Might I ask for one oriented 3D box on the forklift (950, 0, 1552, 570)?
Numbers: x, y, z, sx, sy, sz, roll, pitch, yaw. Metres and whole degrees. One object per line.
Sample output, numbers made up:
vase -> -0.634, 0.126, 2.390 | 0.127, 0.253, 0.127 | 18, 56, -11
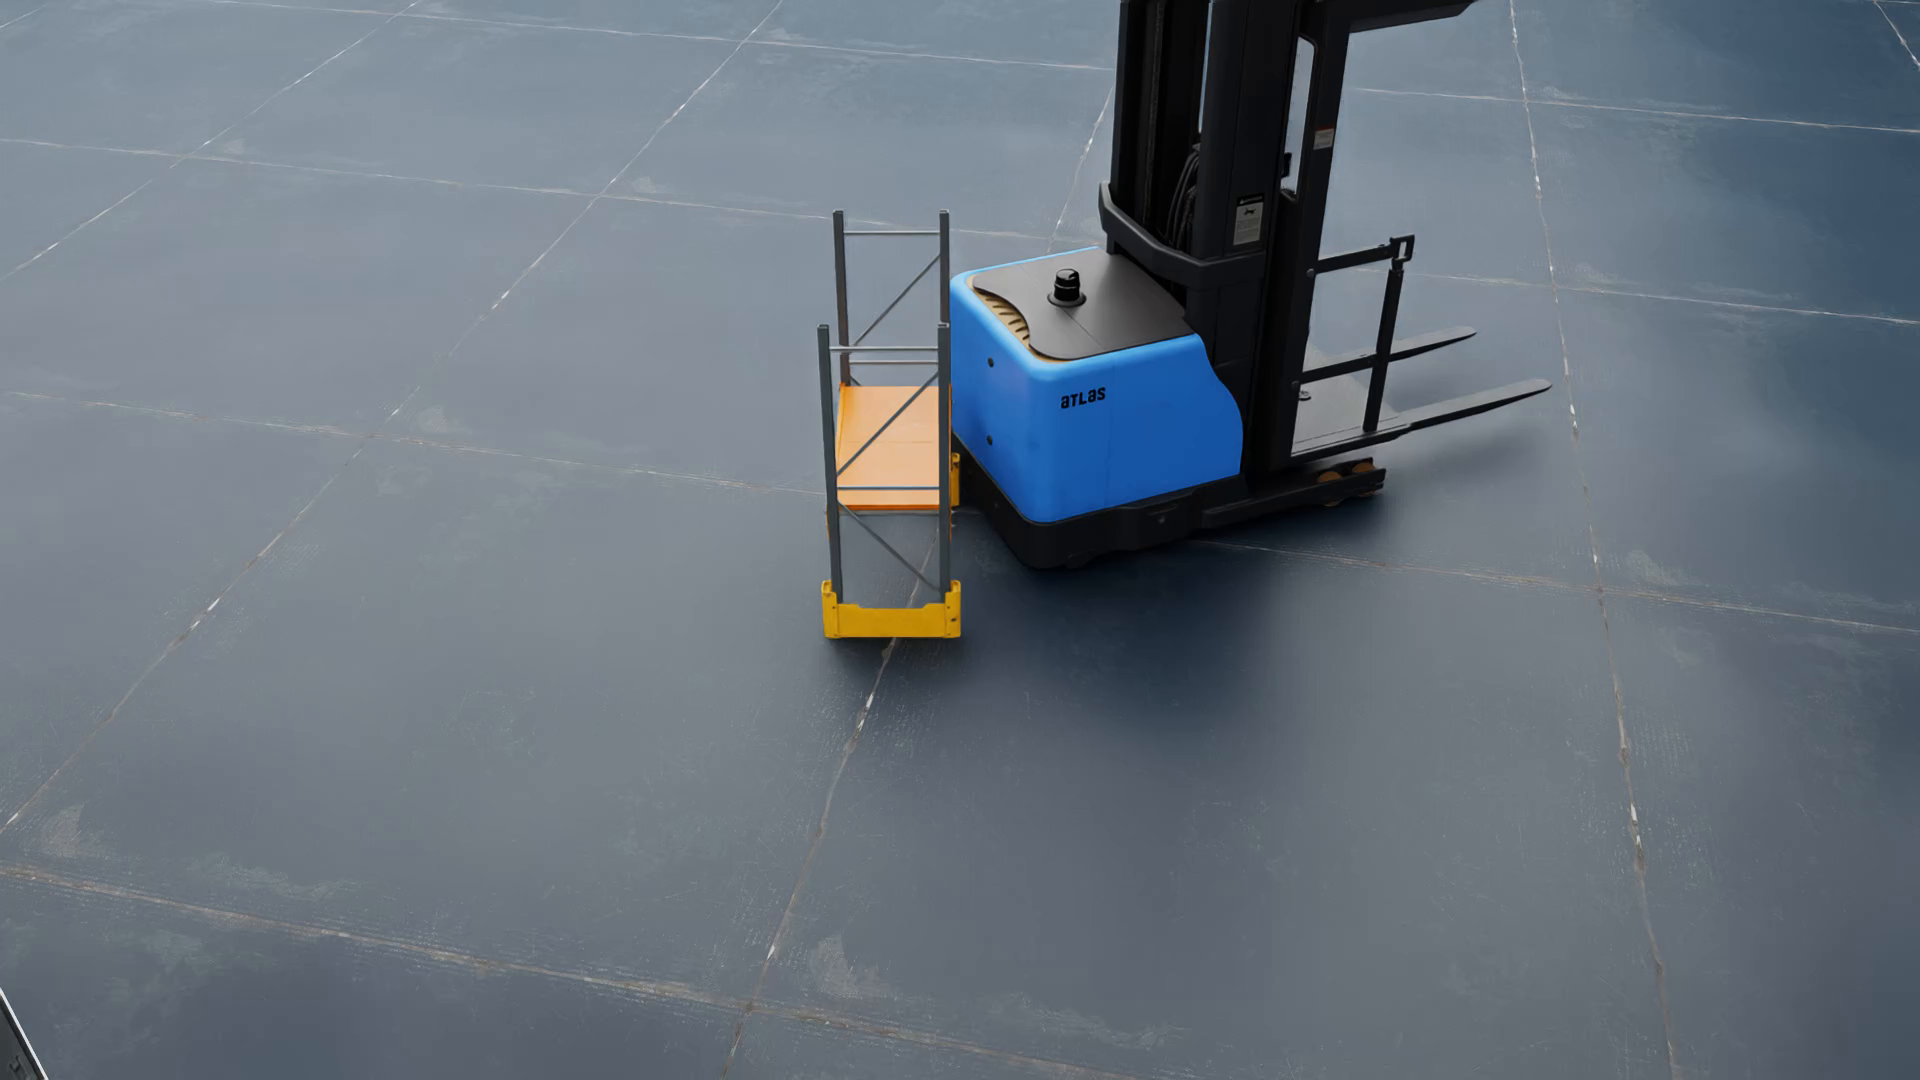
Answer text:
forklift -> 1.494, -1.617, 7.484 | 3.031, 2.935, 1.130 | -14, 38, -19

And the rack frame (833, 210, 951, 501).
rack frame -> -0.295, -0.805, 7.582 | 0.500, 1.500, 0.032 | 0, 36, 0

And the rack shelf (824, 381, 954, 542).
rack shelf -> -0.294, -0.361, 7.276 | 0.538, 0.185, 1.000 | 0, 36, 0

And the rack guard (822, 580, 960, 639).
rack guard -> -0.292, 0.297, 7.127 | 0.587, 0.250, 0.087 | 0, 36, 0

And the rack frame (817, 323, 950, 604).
rack frame -> -0.292, -0.208, 6.759 | 0.500, 1.500, 0.032 | 0, 36, 0

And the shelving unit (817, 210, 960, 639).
shelving unit -> -0.294, -0.501, 7.163 | 0.587, 1.500, 1.083 | 0, 36, 0

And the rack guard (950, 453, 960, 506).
rack guard -> -0.295, -0.287, 7.933 | 0.587, 0.250, 0.087 | 0, 36, 0
